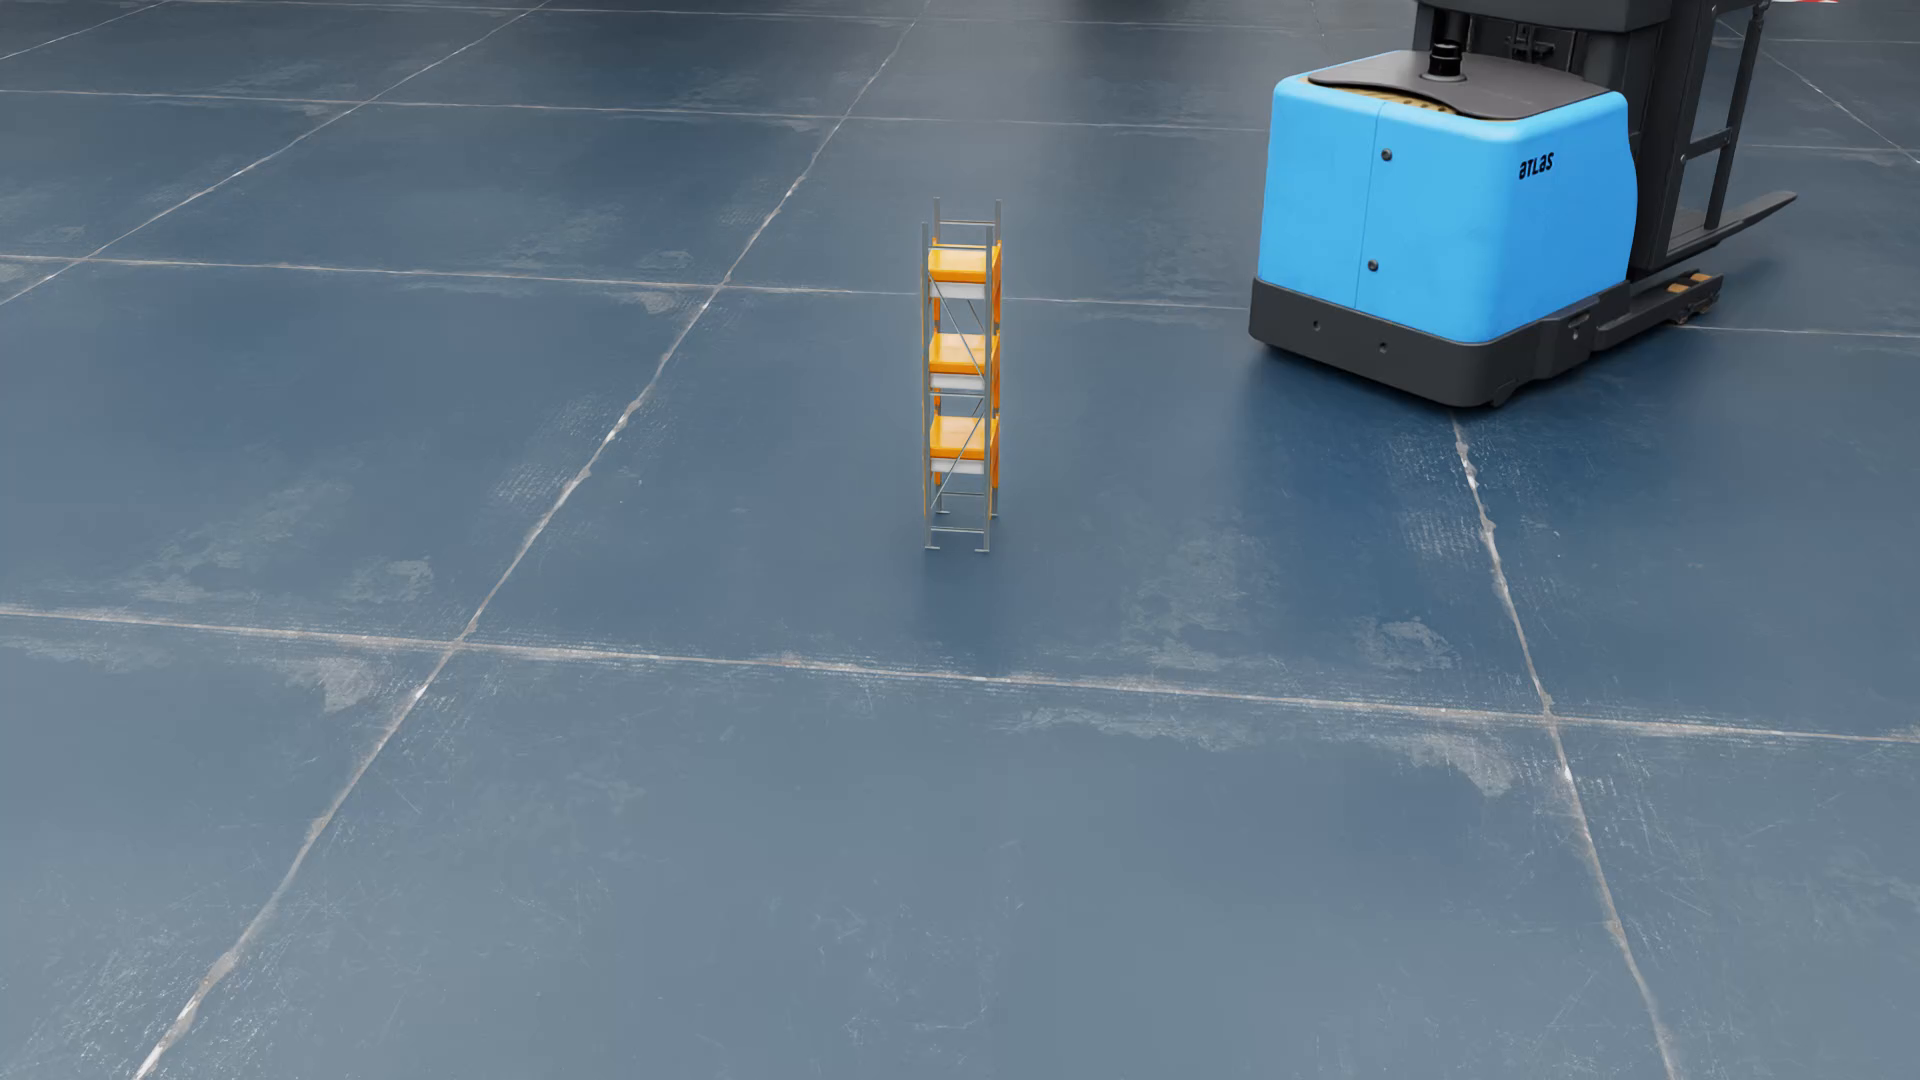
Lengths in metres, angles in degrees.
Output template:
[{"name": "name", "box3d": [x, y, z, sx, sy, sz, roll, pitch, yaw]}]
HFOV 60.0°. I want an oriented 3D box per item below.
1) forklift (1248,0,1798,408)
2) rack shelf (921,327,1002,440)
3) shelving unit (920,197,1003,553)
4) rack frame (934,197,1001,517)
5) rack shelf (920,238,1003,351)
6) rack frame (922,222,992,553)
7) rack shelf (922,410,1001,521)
[{"name": "forklift", "box3d": [2.580, -2.351, 6.523, 3.031, 2.935, 1.130, -23, 36, -36]}, {"name": "rack shelf", "box3d": [0.007, -0.478, 5.053, 0.215, 0.259, 0.240, 3, 28, 6]}, {"name": "shelving unit", "box3d": [0.007, -0.487, 5.048, 0.215, 1.050, 0.252, 3, 28, 6]}, {"name": "rack frame", "box3d": [0.022, -0.545, 5.154, 0.200, 1.050, 0.008, 3, 28, 6]}, {"name": "rack shelf", "box3d": [0.007, -0.728, 4.918, 0.215, 0.259, 0.240, 3, 28, 6]}, {"name": "rack frame", "box3d": [-0.008, -0.430, 4.941, 0.200, 1.050, 0.008, 3, 28, 6]}, {"name": "rack shelf", "box3d": [0.007, -0.233, 5.185, 0.215, 0.259, 0.240, 3, 28, 6]}]
